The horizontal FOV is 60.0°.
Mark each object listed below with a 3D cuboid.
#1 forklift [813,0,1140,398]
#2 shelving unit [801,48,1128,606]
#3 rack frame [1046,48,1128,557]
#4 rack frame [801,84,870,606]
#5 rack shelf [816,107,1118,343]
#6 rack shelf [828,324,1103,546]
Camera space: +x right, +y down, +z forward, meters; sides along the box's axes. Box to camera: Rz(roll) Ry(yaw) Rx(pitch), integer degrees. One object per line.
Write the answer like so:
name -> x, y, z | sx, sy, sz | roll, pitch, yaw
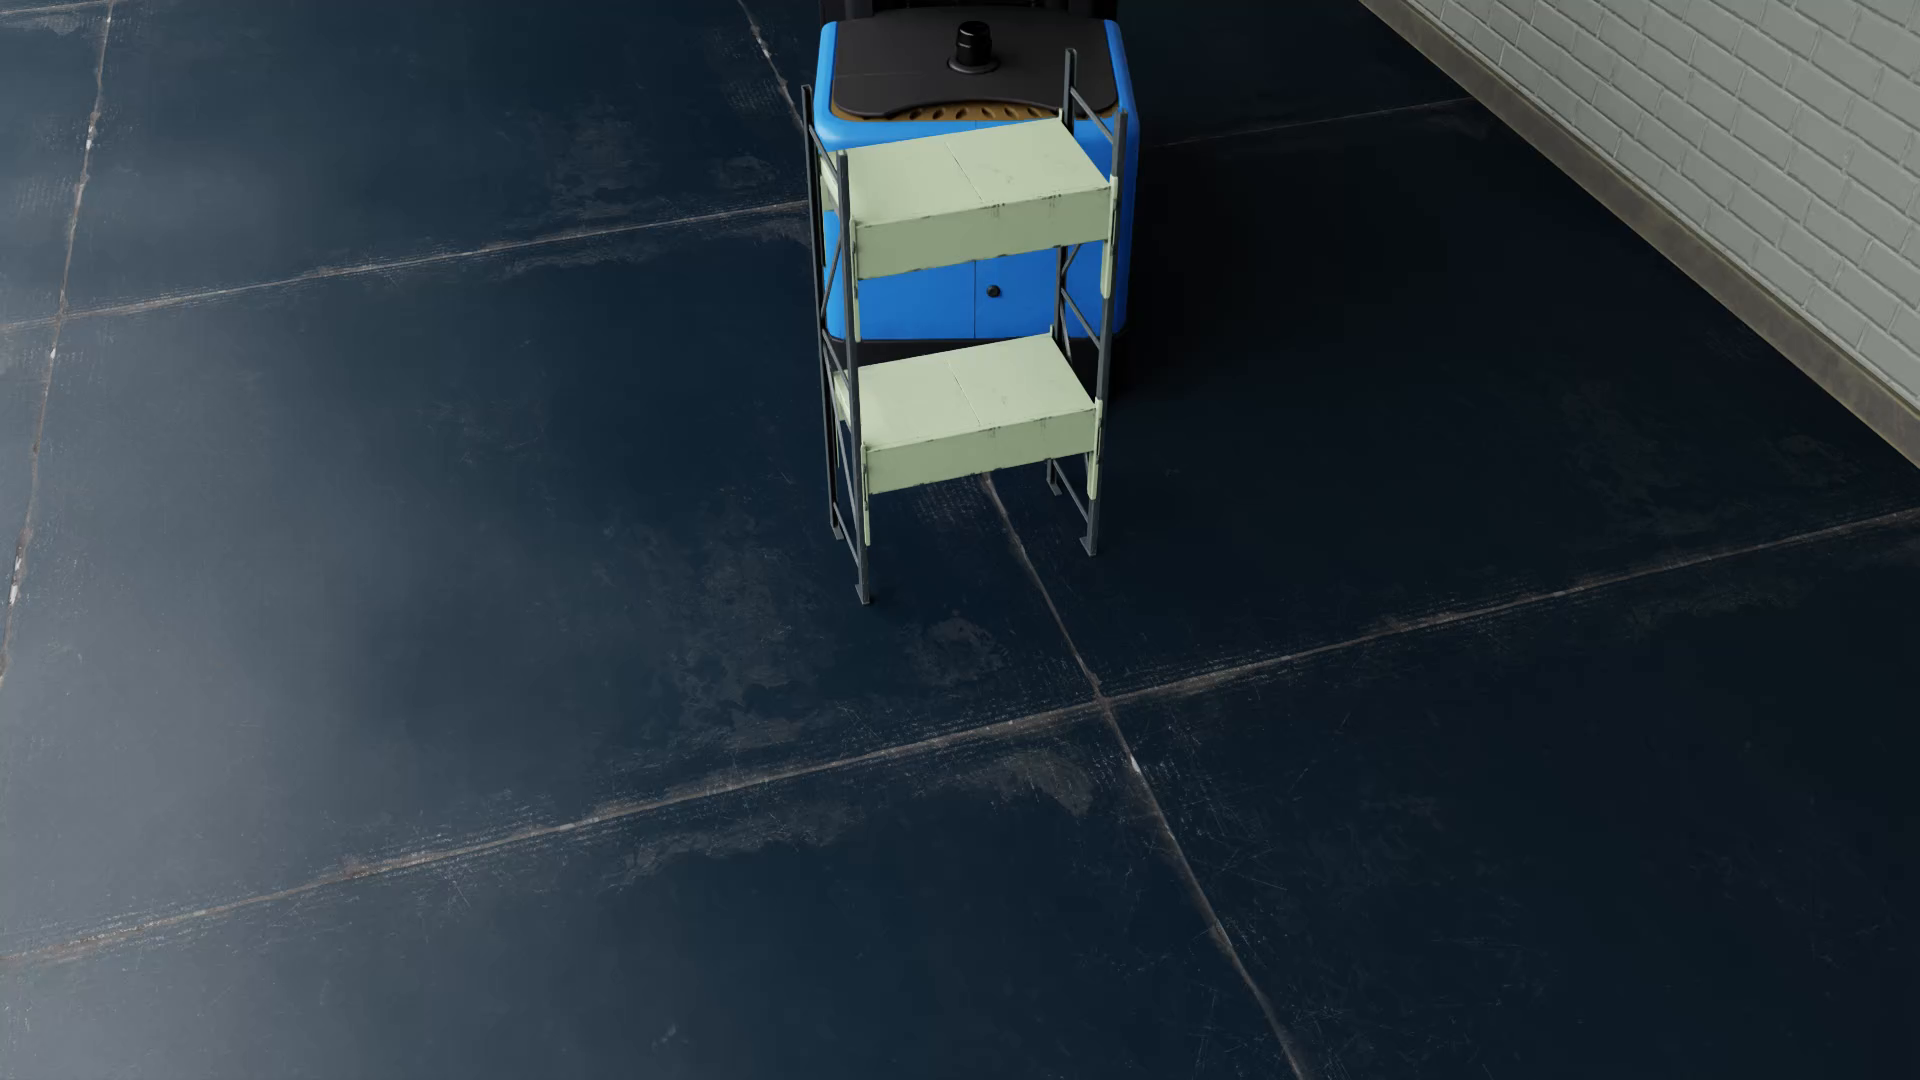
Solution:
forklift -> 0.025, -2.528, 5.915 | 1.130, 2.935, 3.031 | -1, 41, -1
shelving unit -> 0.006, -0.566, 4.758 | 0.755, 1.500, 0.431 | -12, 42, -13
rack frame -> 0.355, -0.638, 4.841 | 0.023, 1.500, 0.400 | -12, 42, -13
rack frame -> -0.343, -0.494, 4.675 | 0.023, 1.500, 0.400 | -12, 42, -13
rack shelf -> 0.006, -0.860, 4.501 | 0.720, 0.370, 0.431 | -12, 42, -13
rack shelf -> 0.006, -0.321, 4.973 | 0.720, 0.370, 0.431 | -12, 42, -13
